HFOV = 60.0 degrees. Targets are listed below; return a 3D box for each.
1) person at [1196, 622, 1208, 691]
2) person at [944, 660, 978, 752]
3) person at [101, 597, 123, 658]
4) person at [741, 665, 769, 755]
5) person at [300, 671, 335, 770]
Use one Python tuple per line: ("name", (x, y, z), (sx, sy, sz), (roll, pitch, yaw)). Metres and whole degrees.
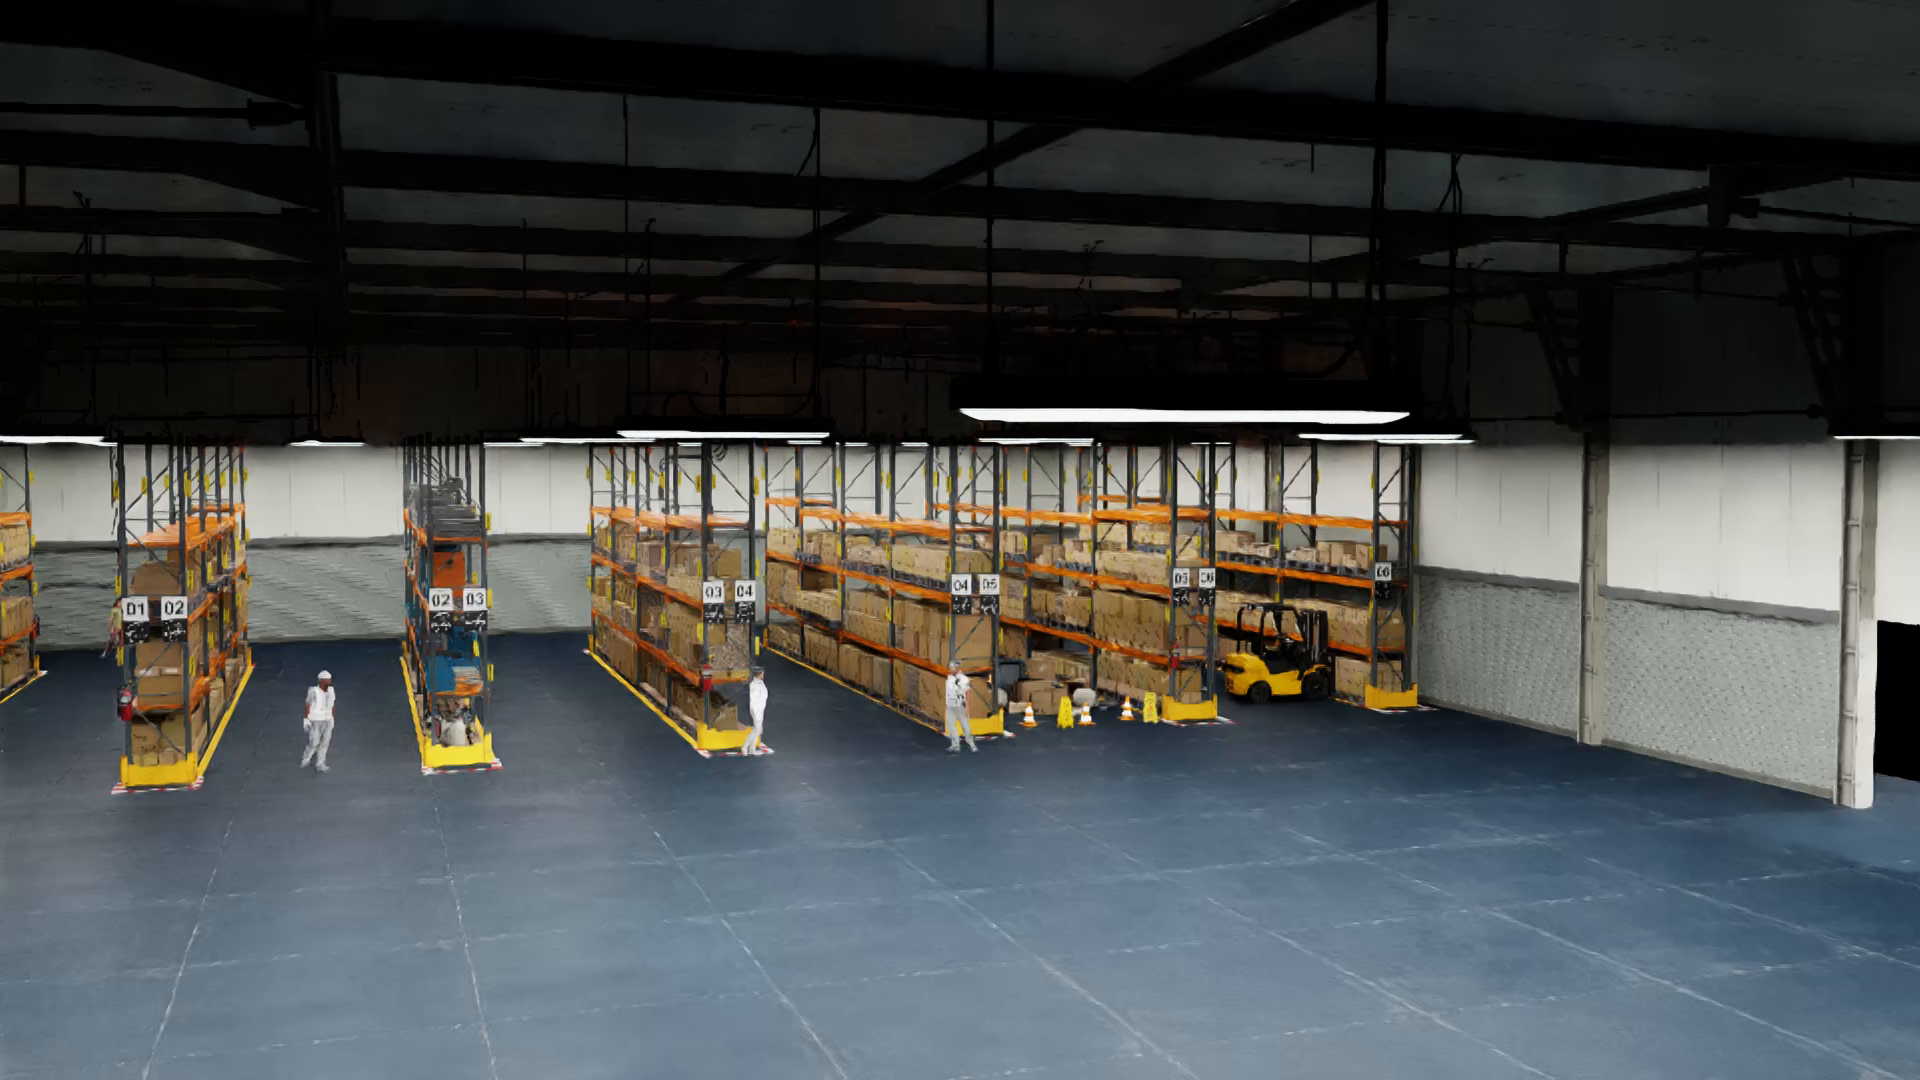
("person", (5.632, 2.739, 39.211), (0.527, 1.592, 0.523), (1, 3, 11))
("person", (0.001, 3.115, 31.393), (0.651, 1.746, 0.552), (3, 4, 43))
("person", (-22.990, 2.389, 45.168), (0.484, 1.665, 0.648), (2, 4, 29))
("person", (-3.829, 3.168, 30.928), (0.451, 1.657, 0.639), (1, 3, 12))
("person", (-11.404, 3.200, 29.555), (0.569, 1.777, 0.601), (2, 4, 34))
